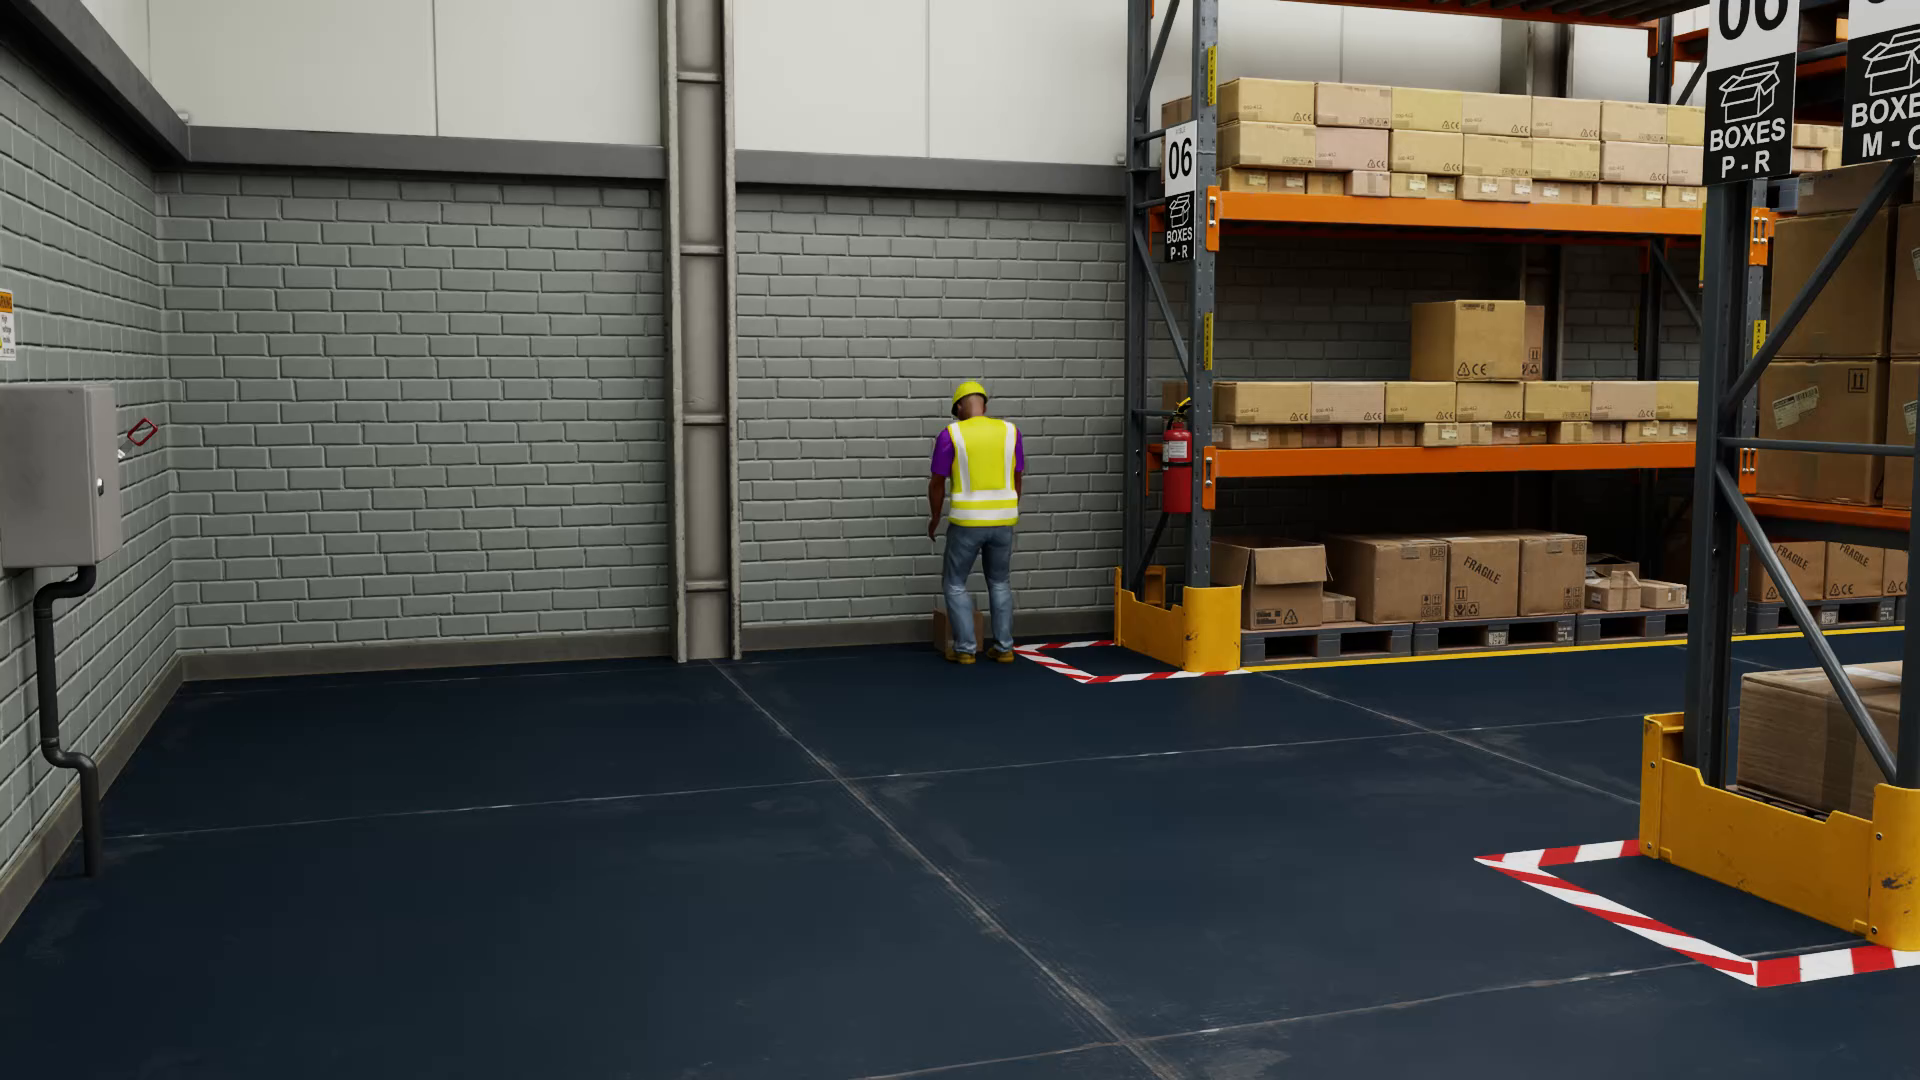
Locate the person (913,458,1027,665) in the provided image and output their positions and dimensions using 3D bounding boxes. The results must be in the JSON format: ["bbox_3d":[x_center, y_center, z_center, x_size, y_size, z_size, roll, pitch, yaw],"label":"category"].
[{"bbox_3d":[0.056,0.125,10.201,0.622,1.224,0.838,-2,6,-19],"label":"person"}]
